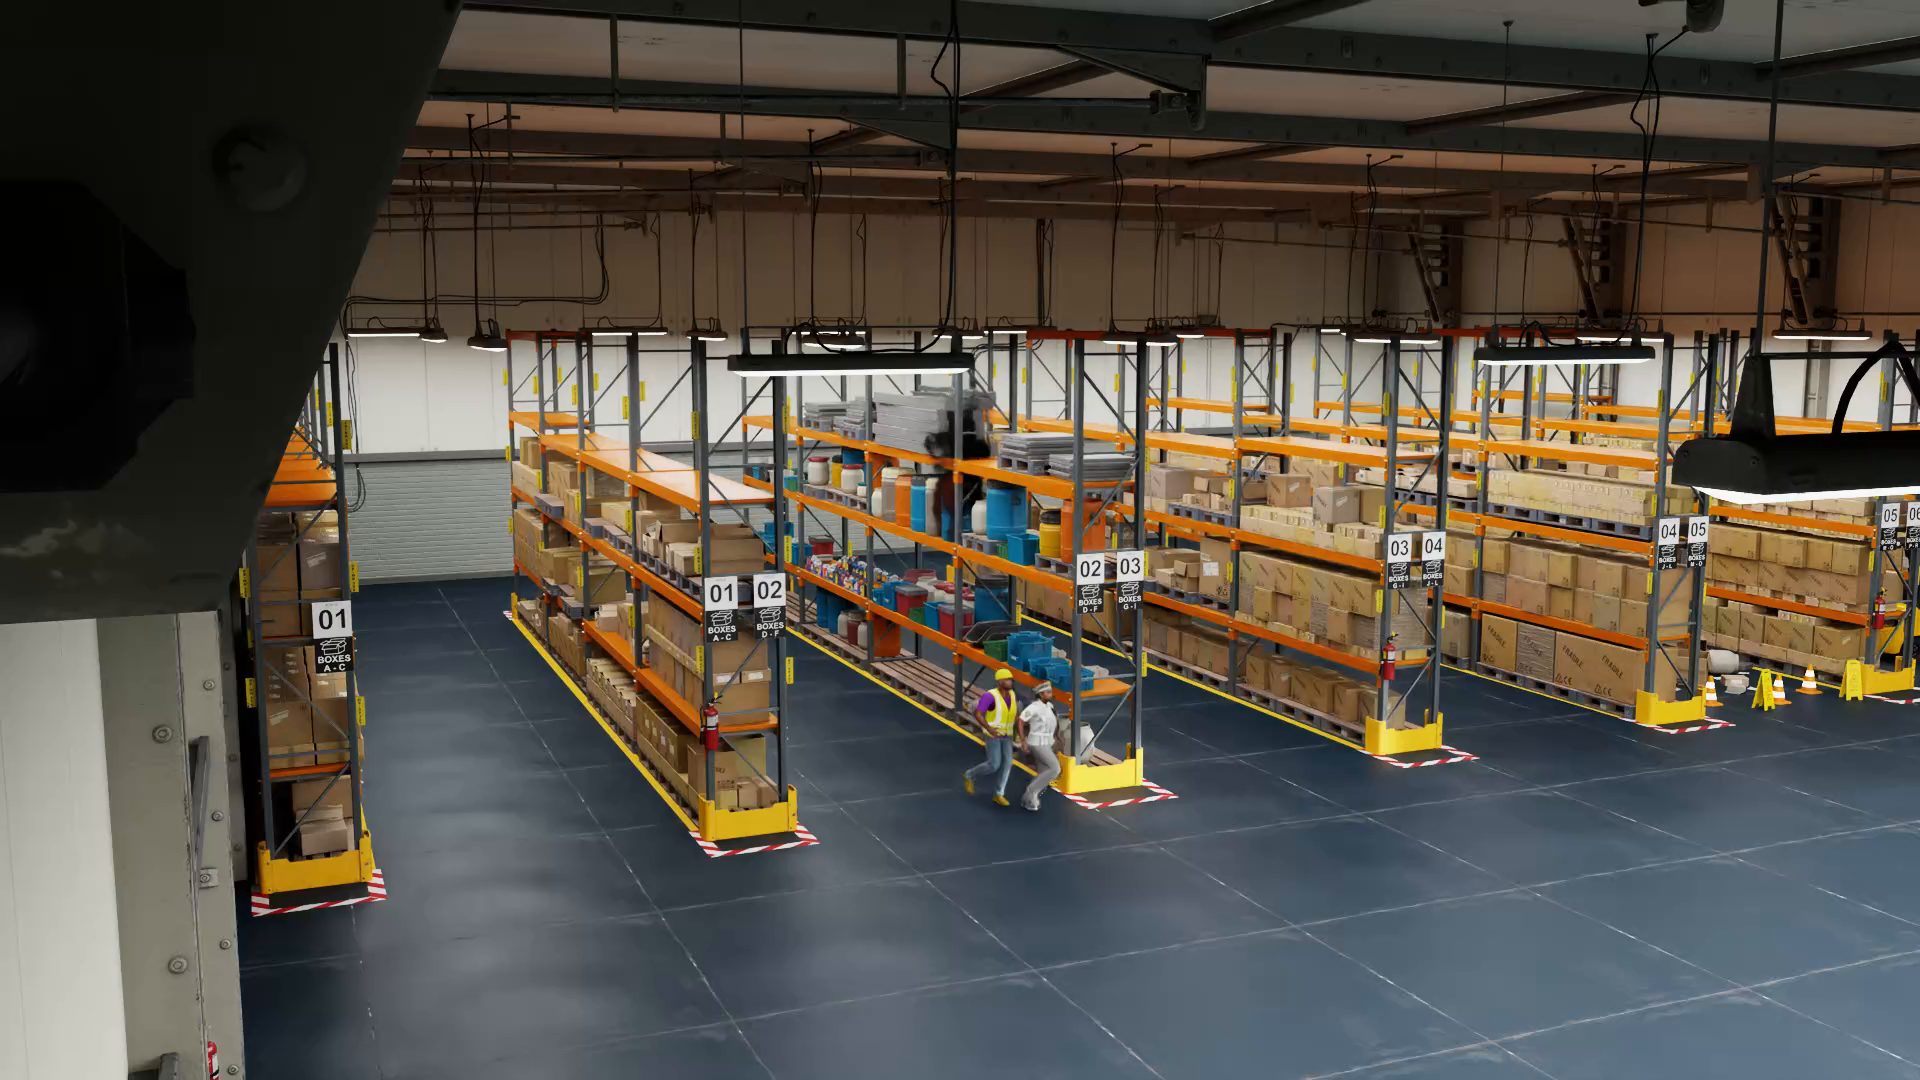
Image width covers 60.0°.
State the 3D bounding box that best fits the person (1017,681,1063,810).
[{"bbox_3d":[1.096,2.629,21.308,0.570,1.628,0.592,5,9,33],"label":"person"}]

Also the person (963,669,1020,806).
[{"bbox_3d":[0.508,2.535,21.747,0.751,1.722,0.725,-7,10,-42],"label":"person"}]

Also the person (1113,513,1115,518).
[{"bbox_3d":[3.643,0.186,38.895,0.742,1.730,0.854,-2,8,-16],"label":"person"}]
